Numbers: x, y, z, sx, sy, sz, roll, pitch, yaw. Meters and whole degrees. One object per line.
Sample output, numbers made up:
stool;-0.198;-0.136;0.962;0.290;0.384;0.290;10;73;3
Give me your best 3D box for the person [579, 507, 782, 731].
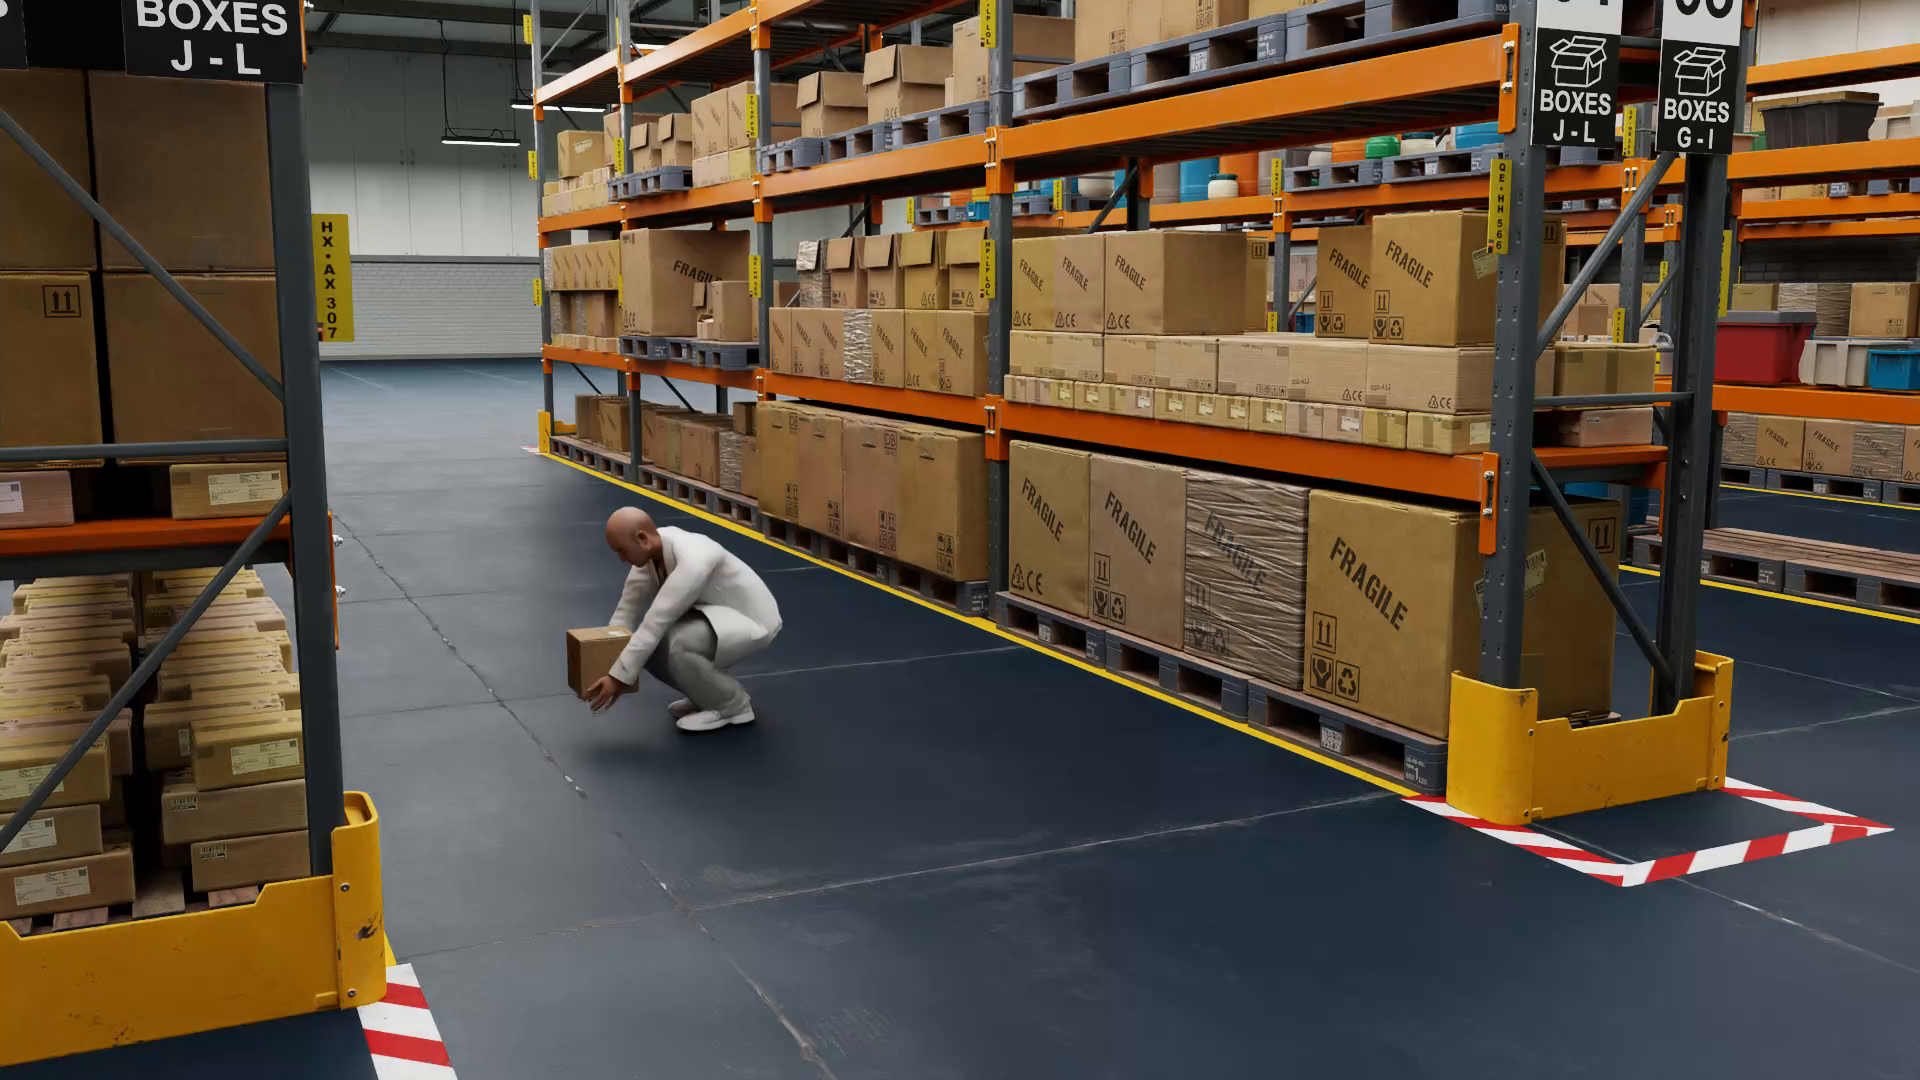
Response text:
person;-1.232;0.333;7.329;0.923;1.000;0.584;-4;9;-27
